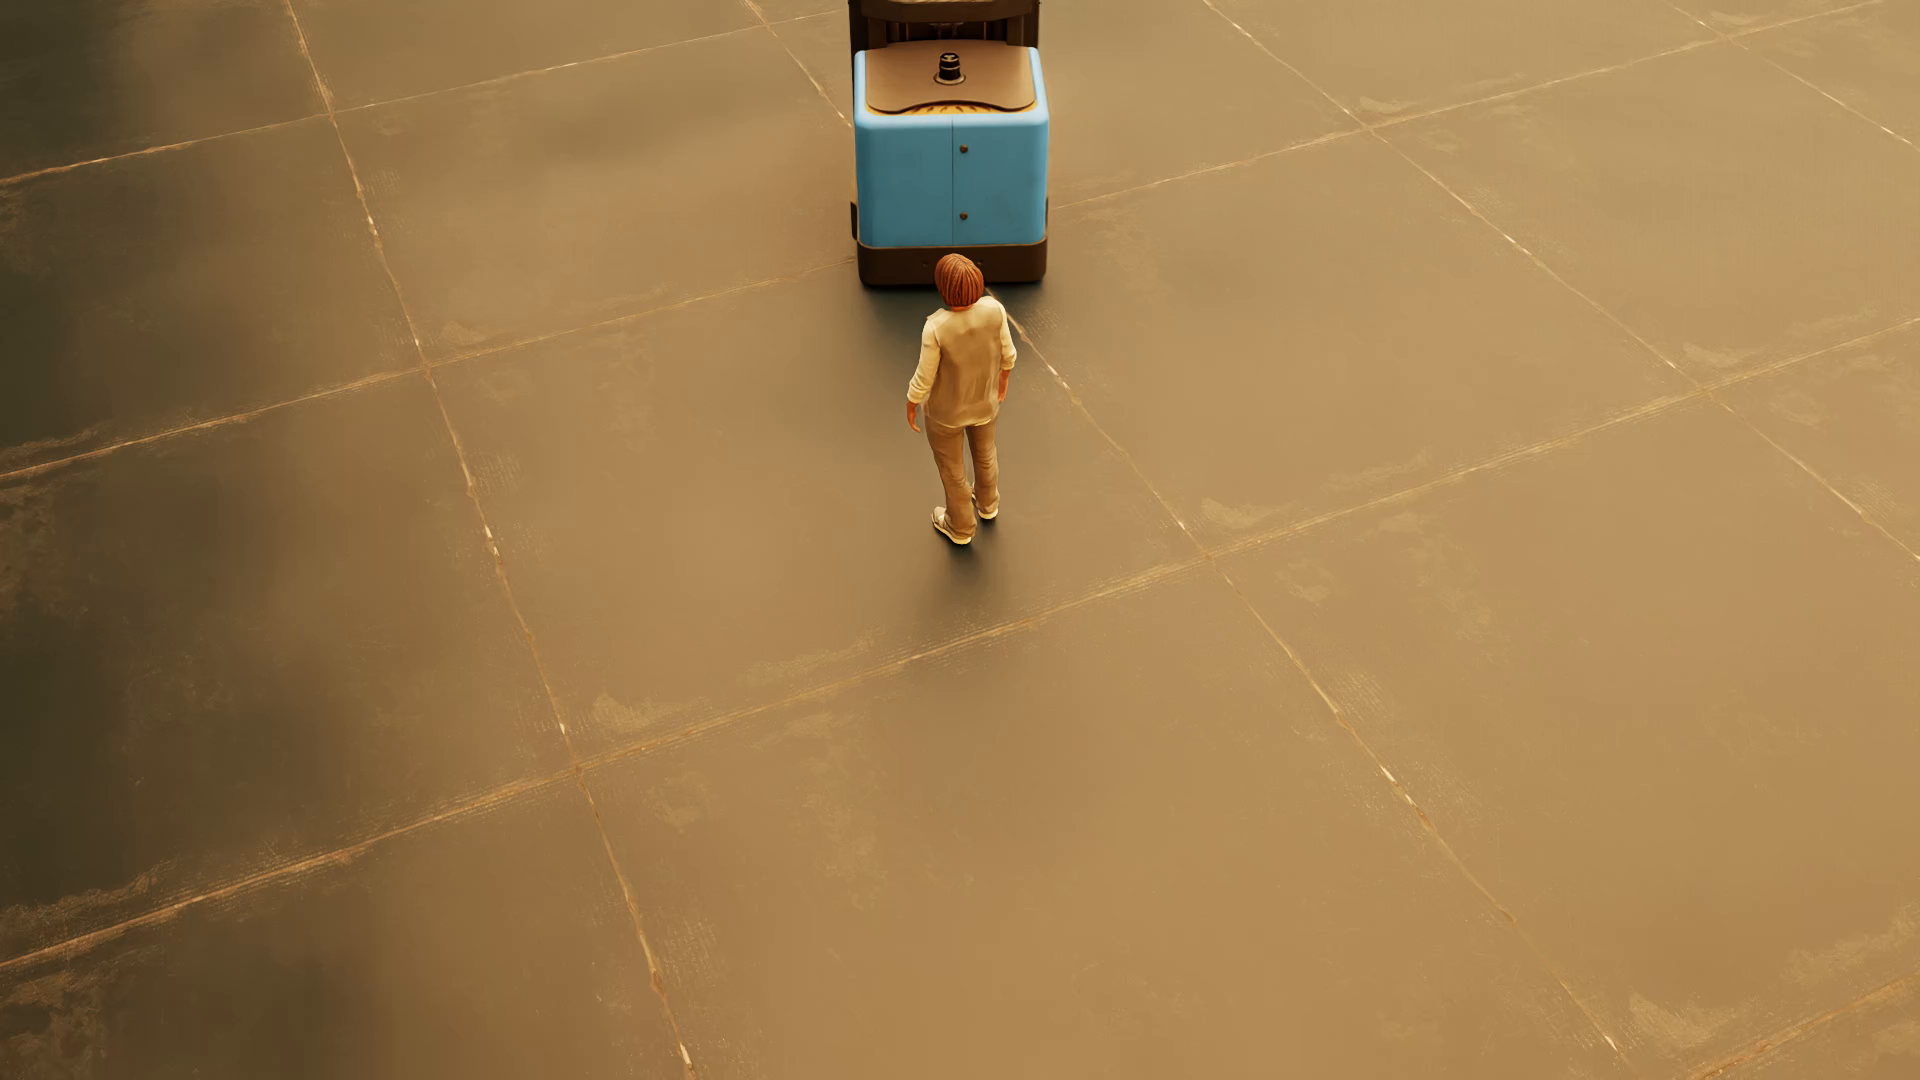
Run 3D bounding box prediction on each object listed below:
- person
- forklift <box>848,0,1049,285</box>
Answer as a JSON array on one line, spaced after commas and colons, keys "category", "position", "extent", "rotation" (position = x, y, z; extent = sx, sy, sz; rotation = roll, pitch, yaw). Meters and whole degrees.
[{"category": "person", "position": [-0.019, -0.639, 7.333], "extent": [0.521, 1.599, 0.473], "rotation": [-18, 46, -18]}, {"category": "forklift", "position": [-0.103, -3.479, 9.408], "extent": [1.130, 2.935, 3.031], "rotation": [-2, 43, -2]}]
